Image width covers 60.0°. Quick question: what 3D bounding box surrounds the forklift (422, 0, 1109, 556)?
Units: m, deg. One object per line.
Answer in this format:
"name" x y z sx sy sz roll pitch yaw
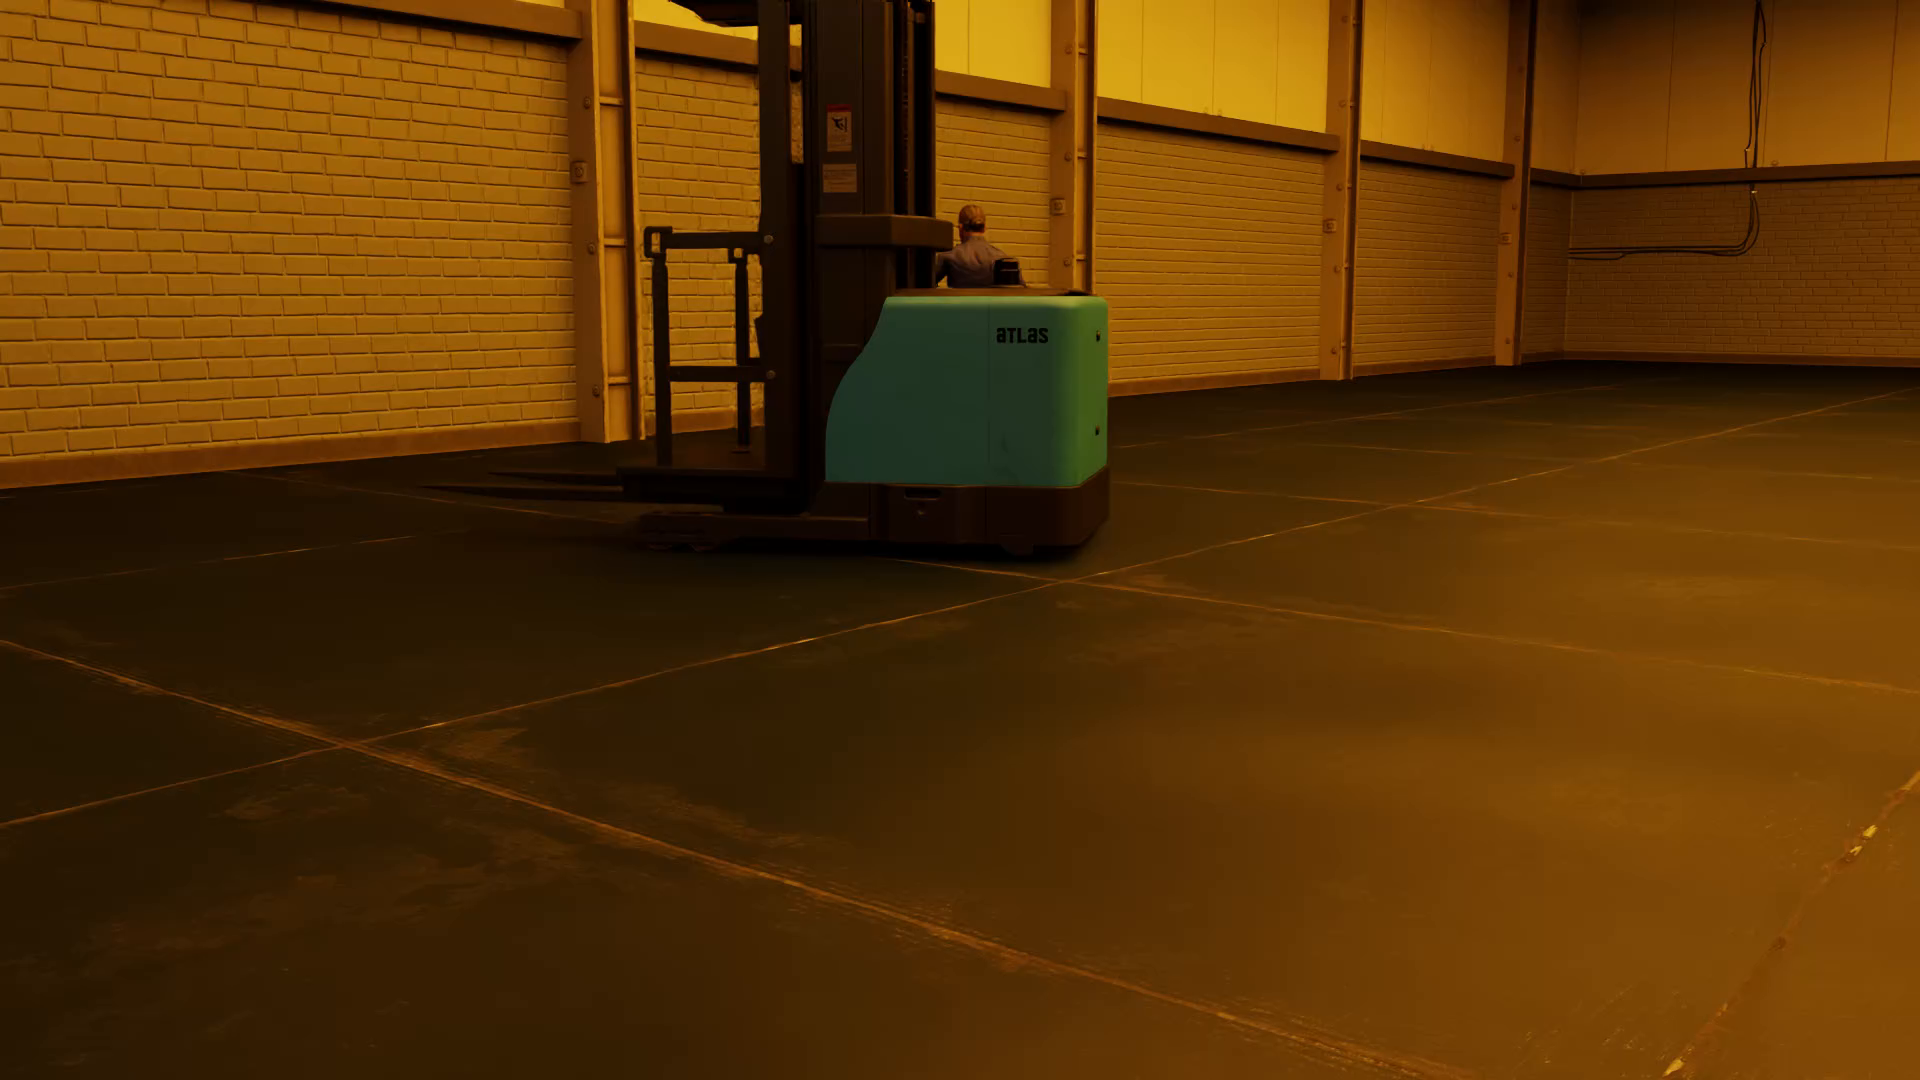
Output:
"forklift" -0.890 -1.471 7.338 3.031 2.935 1.130 2 9 13

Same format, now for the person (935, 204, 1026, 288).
"person" 0.106 -1.212 10.146 0.891 1.639 0.732 -1 8 -7
